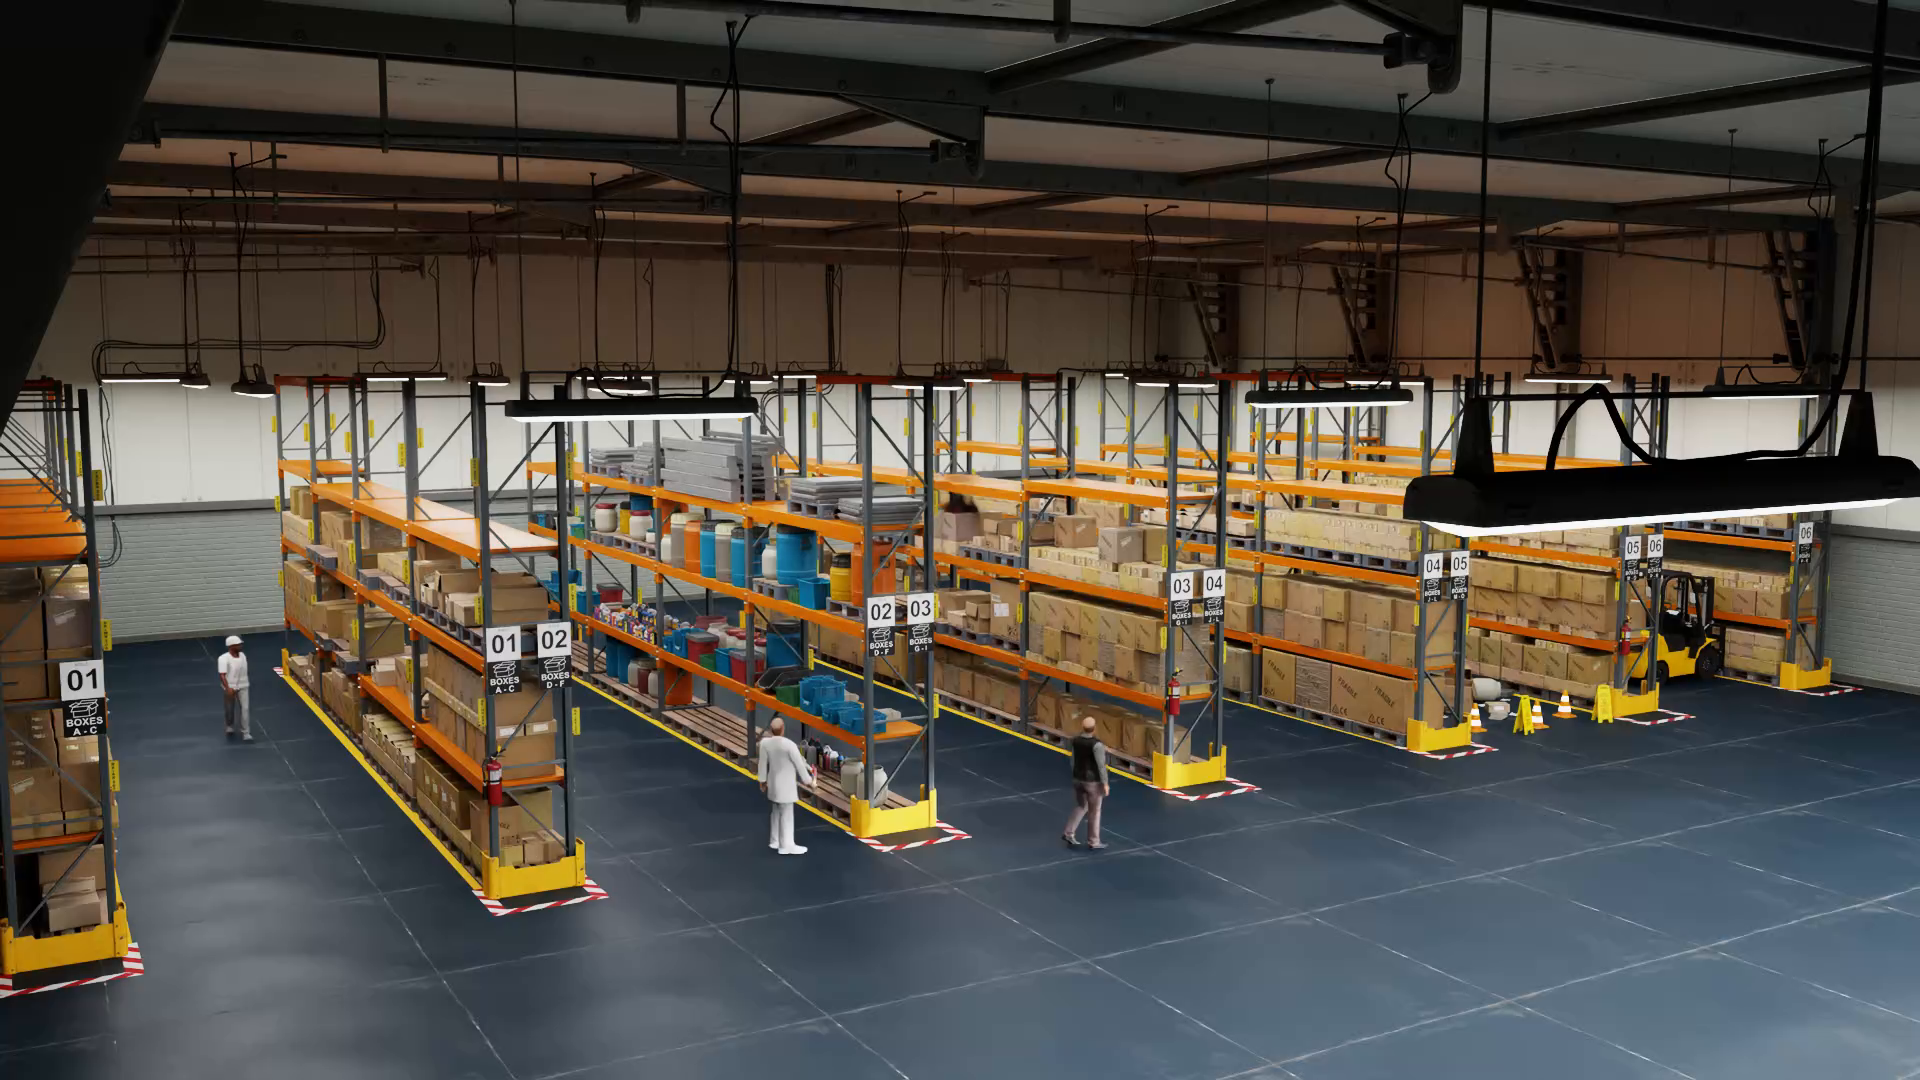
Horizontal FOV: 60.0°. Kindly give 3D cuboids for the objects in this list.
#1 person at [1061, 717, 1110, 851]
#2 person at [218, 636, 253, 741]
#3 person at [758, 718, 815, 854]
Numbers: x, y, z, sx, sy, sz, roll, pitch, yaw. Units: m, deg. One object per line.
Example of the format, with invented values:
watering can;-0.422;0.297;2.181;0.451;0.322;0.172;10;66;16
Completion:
person;1.658;3.140;21.479;0.485;1.737;0.595;-5;8;-39
person;-12.058;2.453;27.631;0.486;1.722;1.054;-4;7;-30
person;-2.228;3.143;21.281;0.612;1.816;0.654;-5;8;-38
